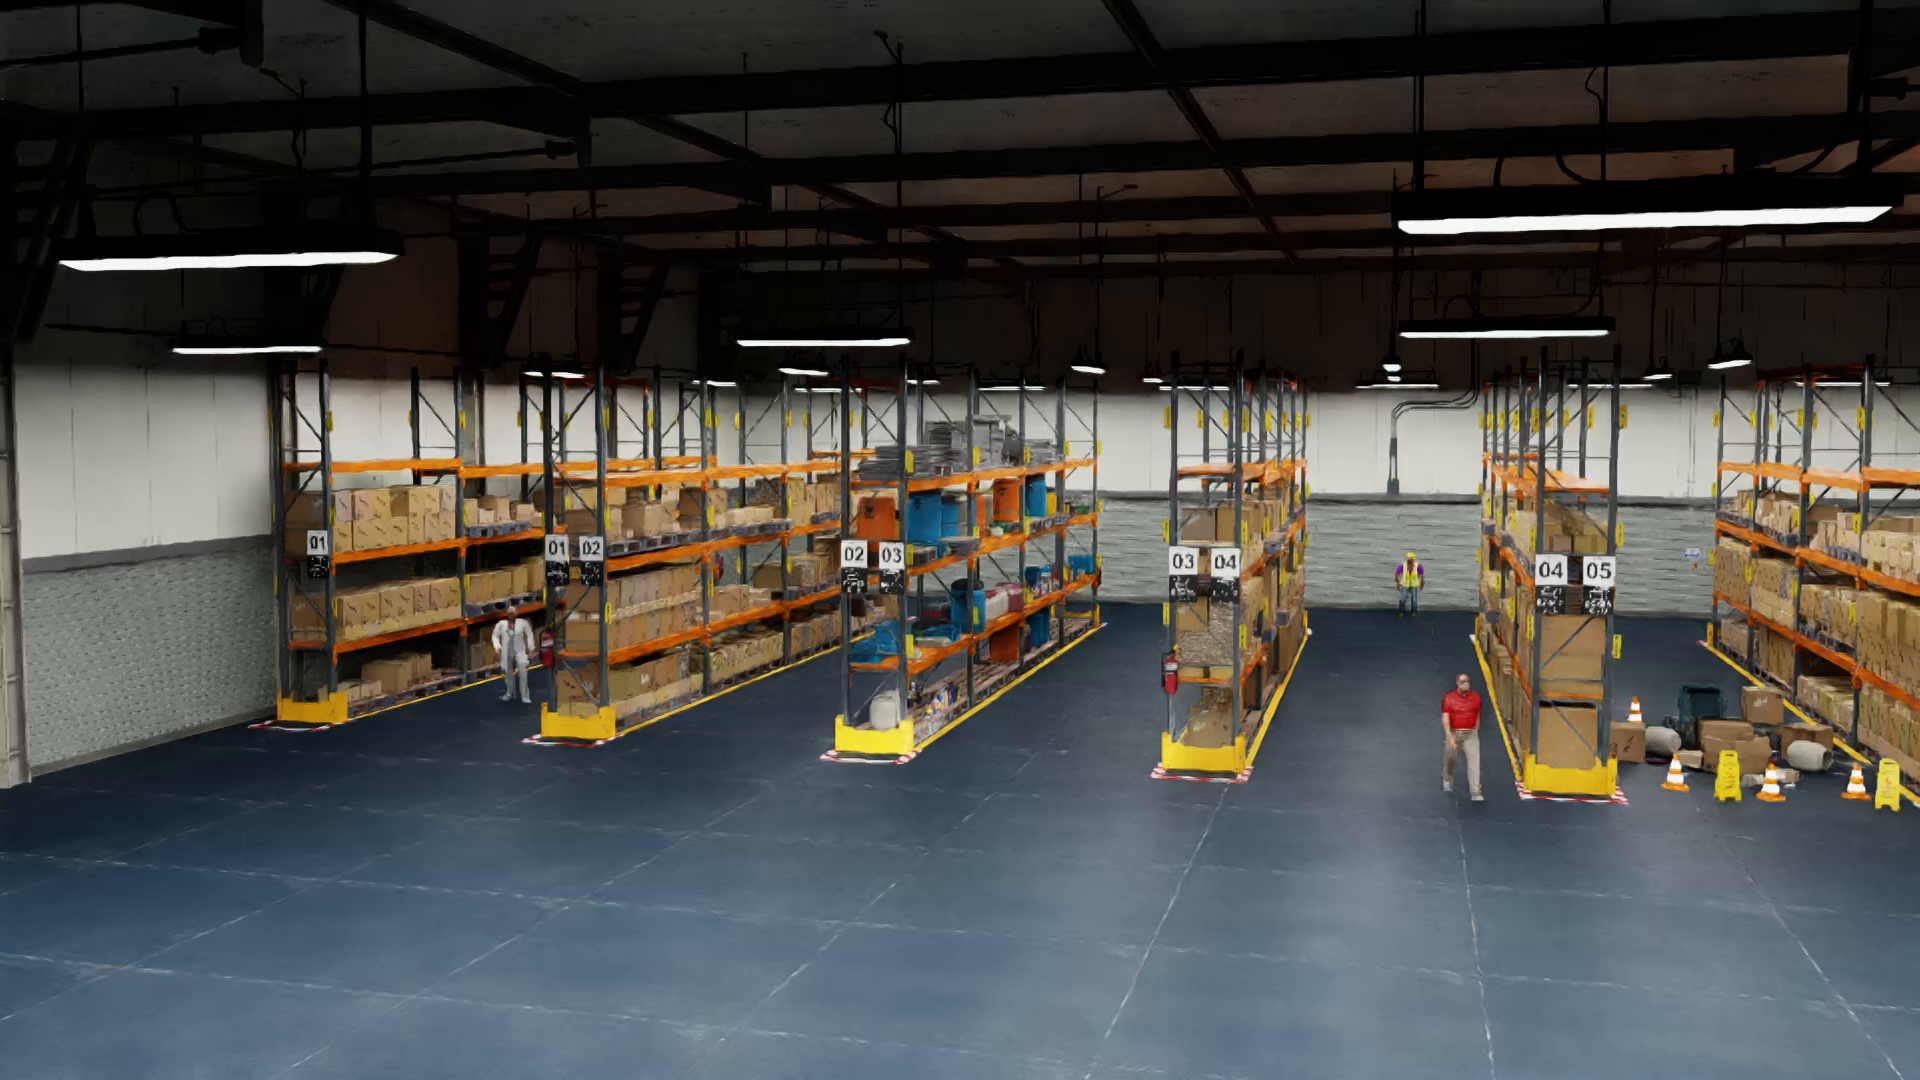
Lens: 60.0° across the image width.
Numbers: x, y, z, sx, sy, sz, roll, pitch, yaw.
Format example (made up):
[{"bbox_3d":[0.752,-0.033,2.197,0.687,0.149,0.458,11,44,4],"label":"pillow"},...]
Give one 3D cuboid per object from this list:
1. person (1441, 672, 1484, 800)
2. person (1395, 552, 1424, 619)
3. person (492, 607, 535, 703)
[{"bbox_3d":[6.633,2.614,22.023,0.535,1.578,1.028,0,4,6],"label":"person"},{"bbox_3d":[11.299,1.149,41.803,0.719,1.714,0.578,1,4,13],"label":"person"},{"bbox_3d":[-7.896,2.018,29.475,0.735,1.715,0.896,0,4,-1],"label":"person"}]
